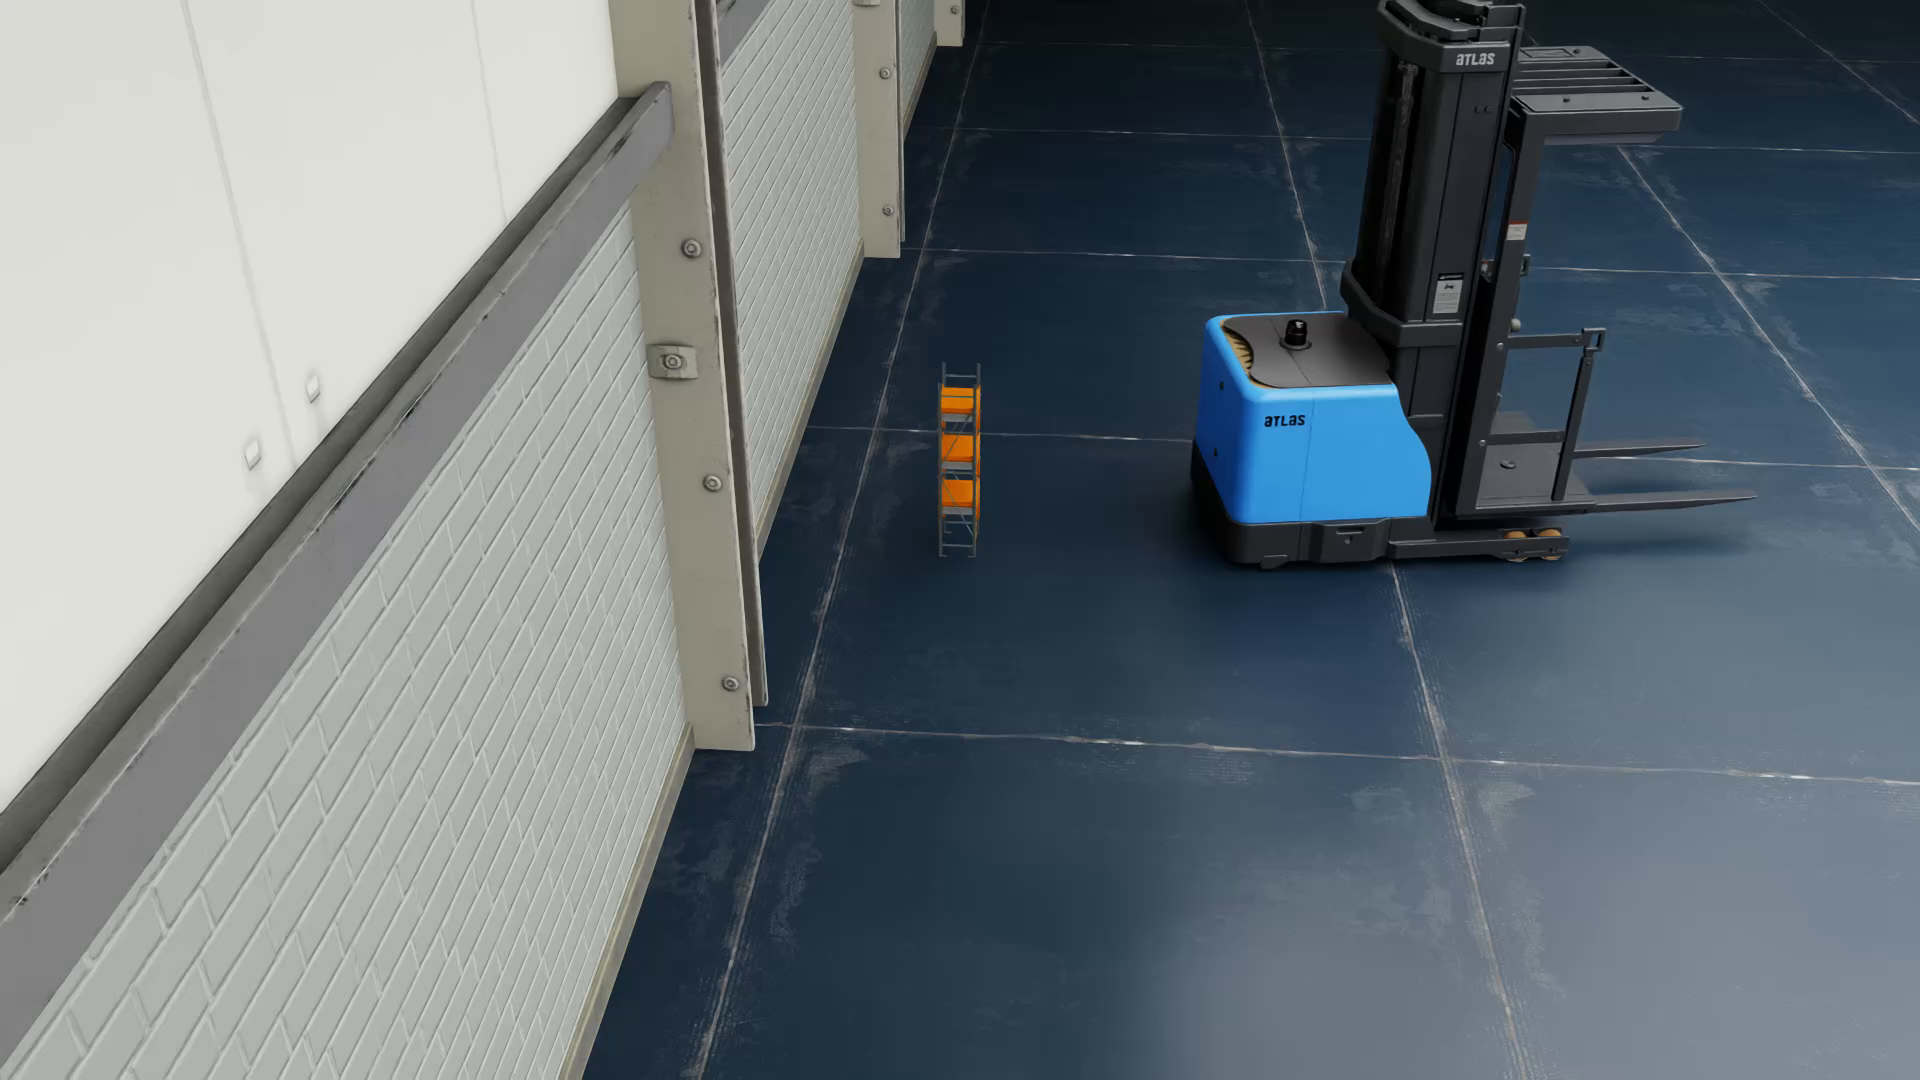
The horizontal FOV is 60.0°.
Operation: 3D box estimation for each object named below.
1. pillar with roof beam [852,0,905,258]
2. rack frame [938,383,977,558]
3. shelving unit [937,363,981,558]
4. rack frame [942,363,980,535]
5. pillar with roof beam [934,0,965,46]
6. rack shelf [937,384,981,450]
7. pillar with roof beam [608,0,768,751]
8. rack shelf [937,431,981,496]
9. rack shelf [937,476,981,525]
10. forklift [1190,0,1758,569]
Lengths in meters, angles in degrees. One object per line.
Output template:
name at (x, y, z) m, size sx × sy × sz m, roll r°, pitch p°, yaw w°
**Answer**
pillar with roof beam at (3.688, -5.921, 10.281) m, size 9.100 × 9.000 × 0.400 m, roll 2°, pitch 32°, yaw 4°
rack frame at (-0.014, -0.355, 8.826) m, size 0.200 × 1.050 × 0.008 m, roll 2°, pitch 32°, yaw 4°
shelving unit at (-0.004, -0.419, 8.929) m, size 0.215 × 1.050 × 0.252 m, roll 2°, pitch 32°, yaw 4°
rack frame at (0.006, -0.483, 9.033) m, size 0.200 × 1.050 × 0.008 m, roll 2°, pitch 32°, yaw 4°
pillar with roof beam at (4.176, -9.058, 15.372) m, size 9.100 × 9.000 × 0.400 m, roll 2°, pitch 32°, yaw 4°
rack shelf at (-0.004, -0.652, 8.786) m, size 0.215 × 0.259 × 0.240 m, roll 2°, pitch 32°, yaw 4°
pillar with roof beam at (3.199, -2.784, 5.190) m, size 9.100 × 9.000 × 0.400 m, roll 2°, pitch 32°, yaw 4°
rack shelf at (-0.004, -0.410, 8.935) m, size 0.215 × 0.259 × 0.240 m, roll 2°, pitch 32°, yaw 4°
rack shelf at (-0.004, -0.173, 9.081) m, size 0.215 × 0.259 × 0.240 m, roll 2°, pitch 32°, yaw 4°
forklift at (2.891, -1.402, 8.731) m, size 3.031 × 2.935 × 1.130 m, roll -3°, pitch 32°, yaw -4°
